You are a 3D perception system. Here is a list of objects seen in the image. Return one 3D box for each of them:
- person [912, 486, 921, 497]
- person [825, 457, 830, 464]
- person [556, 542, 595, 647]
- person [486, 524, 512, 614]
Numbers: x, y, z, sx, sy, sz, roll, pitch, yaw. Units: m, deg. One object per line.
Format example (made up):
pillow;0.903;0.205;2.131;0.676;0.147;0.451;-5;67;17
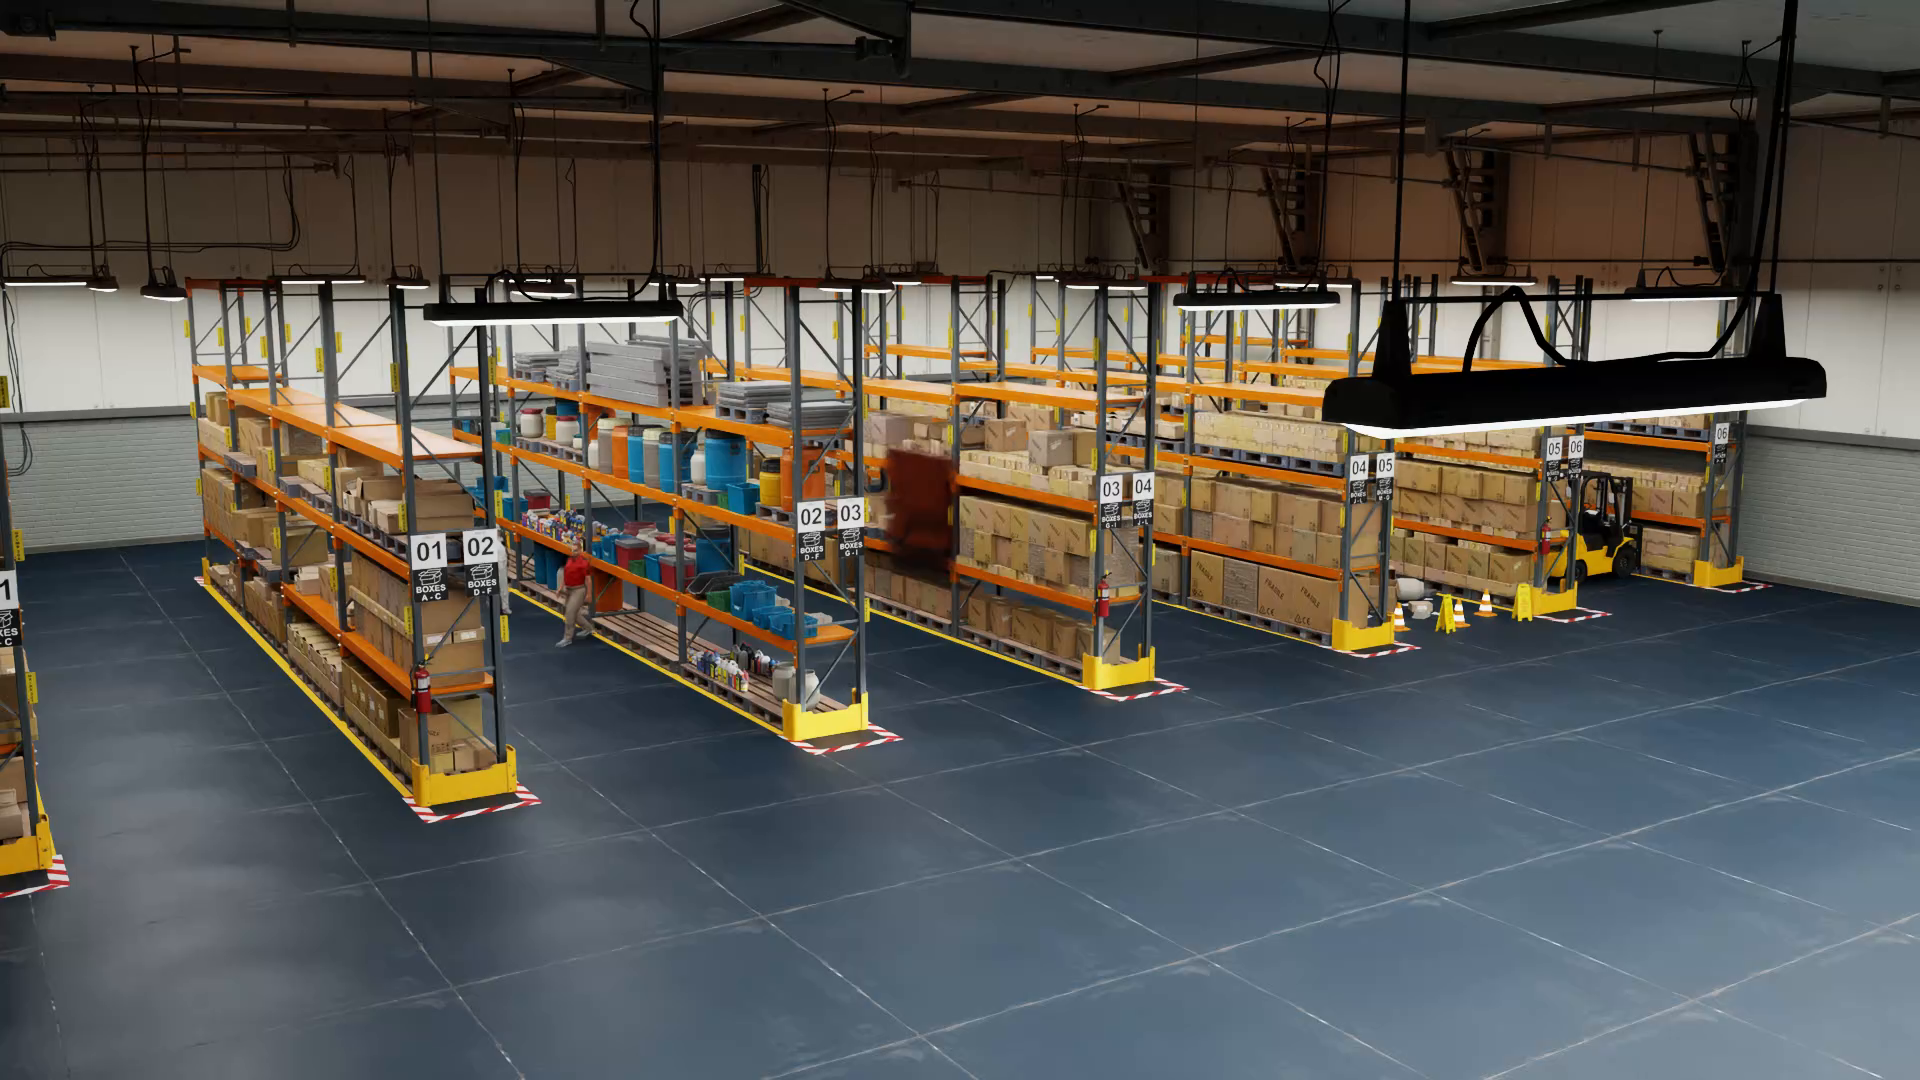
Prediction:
person;-1.030;-1.549;42.493;1.081;1.569;0.473;-6;11;-31
person;-3.654;-1.740;43.064;0.591;1.720;1.202;-1;10;-3
person;-6.418;0.880;27.714;0.606;1.704;0.819;9;13;42
person;-8.402;0.505;30.055;0.497;1.612;1.007;-5;11;-27
